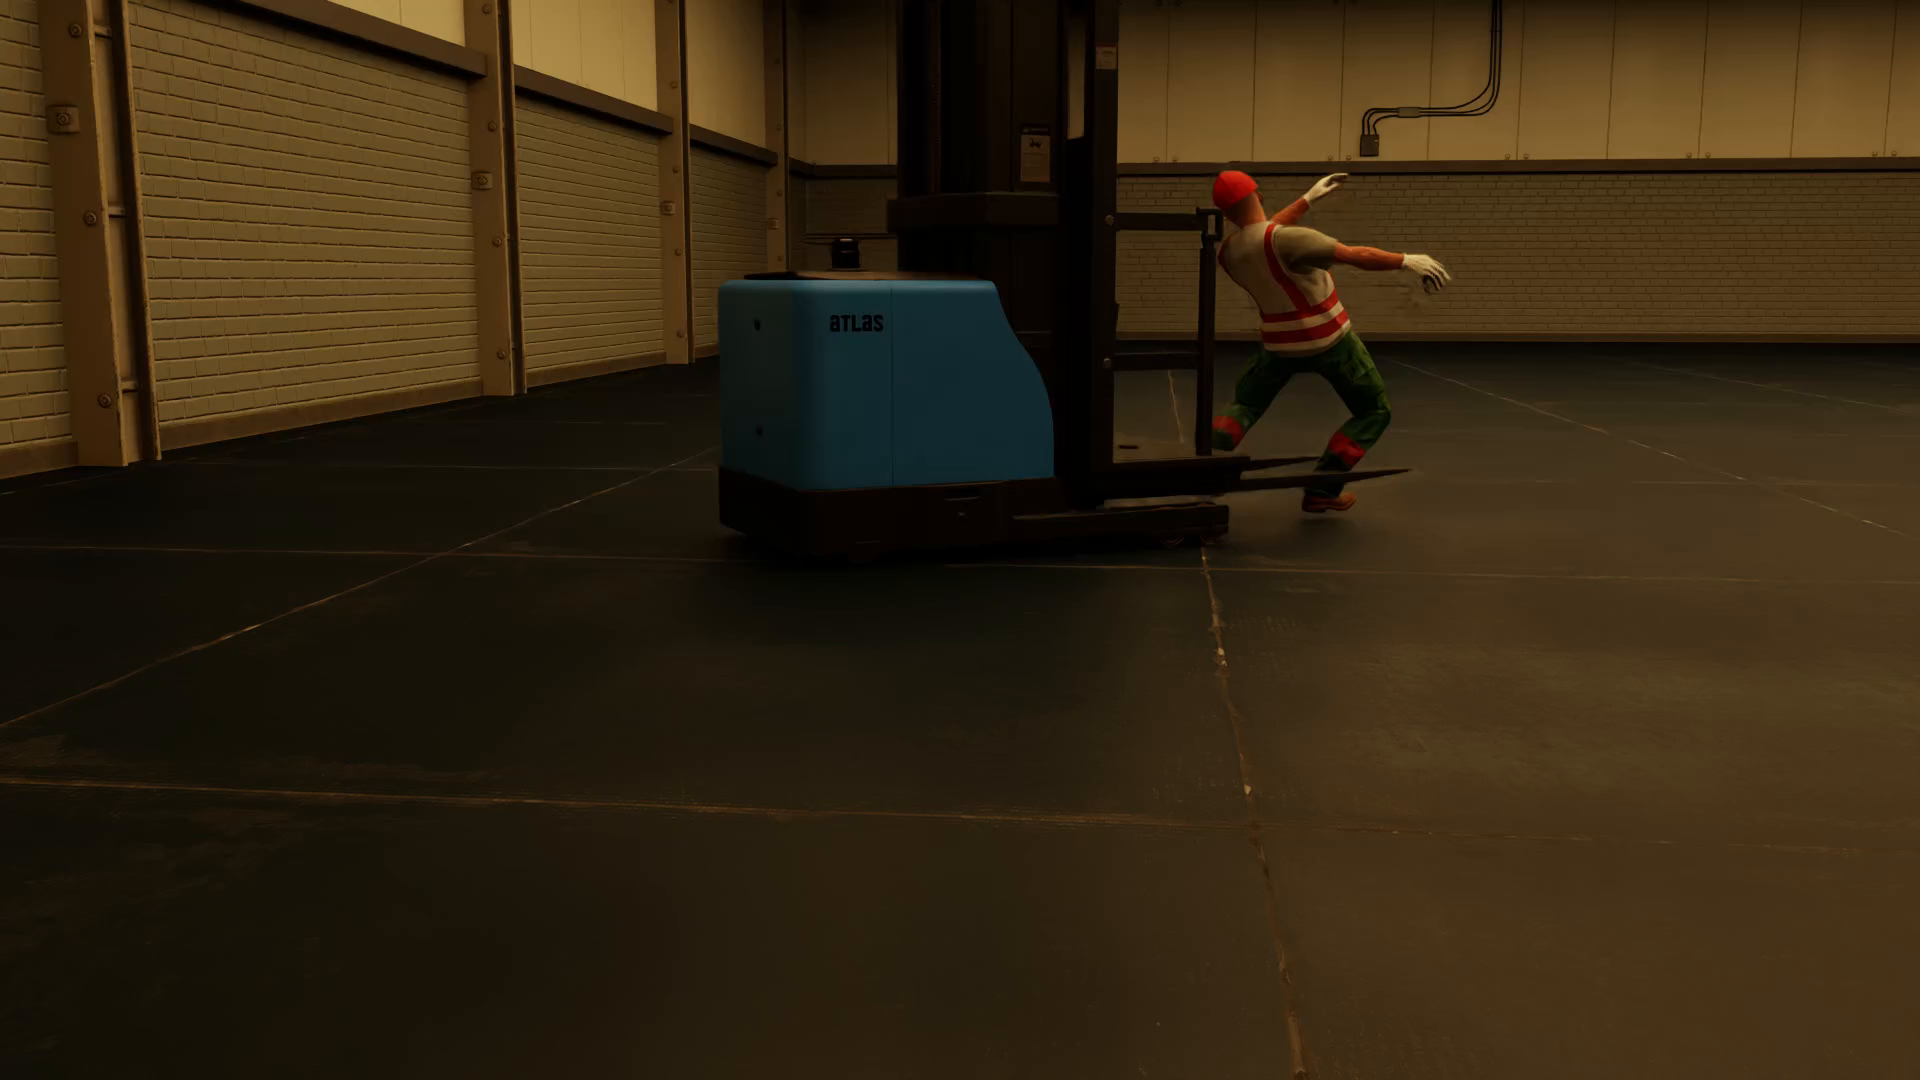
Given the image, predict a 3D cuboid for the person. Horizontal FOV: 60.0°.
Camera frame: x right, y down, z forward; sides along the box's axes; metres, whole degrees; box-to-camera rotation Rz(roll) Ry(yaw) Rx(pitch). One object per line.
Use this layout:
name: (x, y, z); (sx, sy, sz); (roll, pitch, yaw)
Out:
person: (1.613, -0.875, 7.372); (1.073, 1.504, 0.731); (8, 12, 41)

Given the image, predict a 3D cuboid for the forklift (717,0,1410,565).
forklift: (0.546, -1.490, 6.997); (3.031, 2.935, 1.130); (-4, 10, -26)
